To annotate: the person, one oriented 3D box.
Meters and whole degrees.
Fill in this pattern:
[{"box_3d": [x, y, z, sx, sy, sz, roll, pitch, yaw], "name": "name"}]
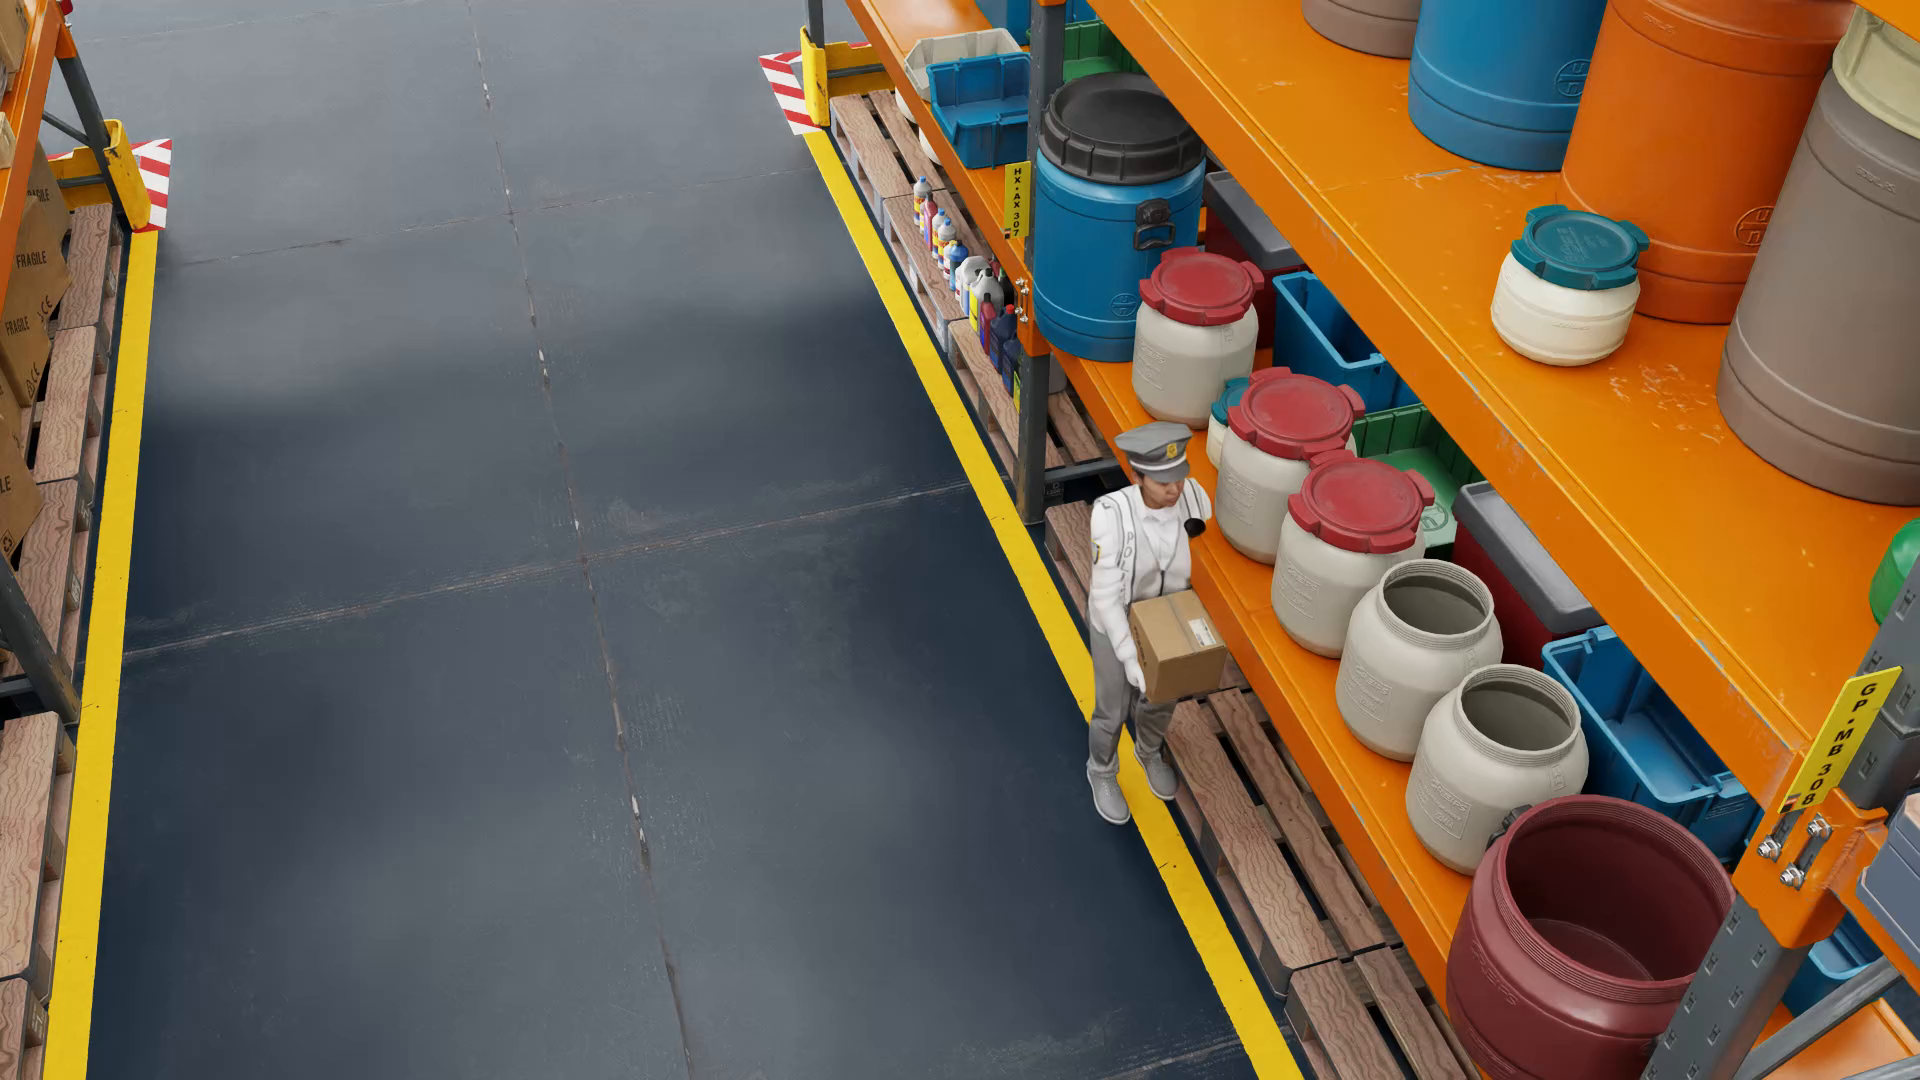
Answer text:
[{"box_3d": [0.660, 0.333, 5.781, 0.459, 1.690, 0.532, -12, 44, -12], "name": "person"}]
